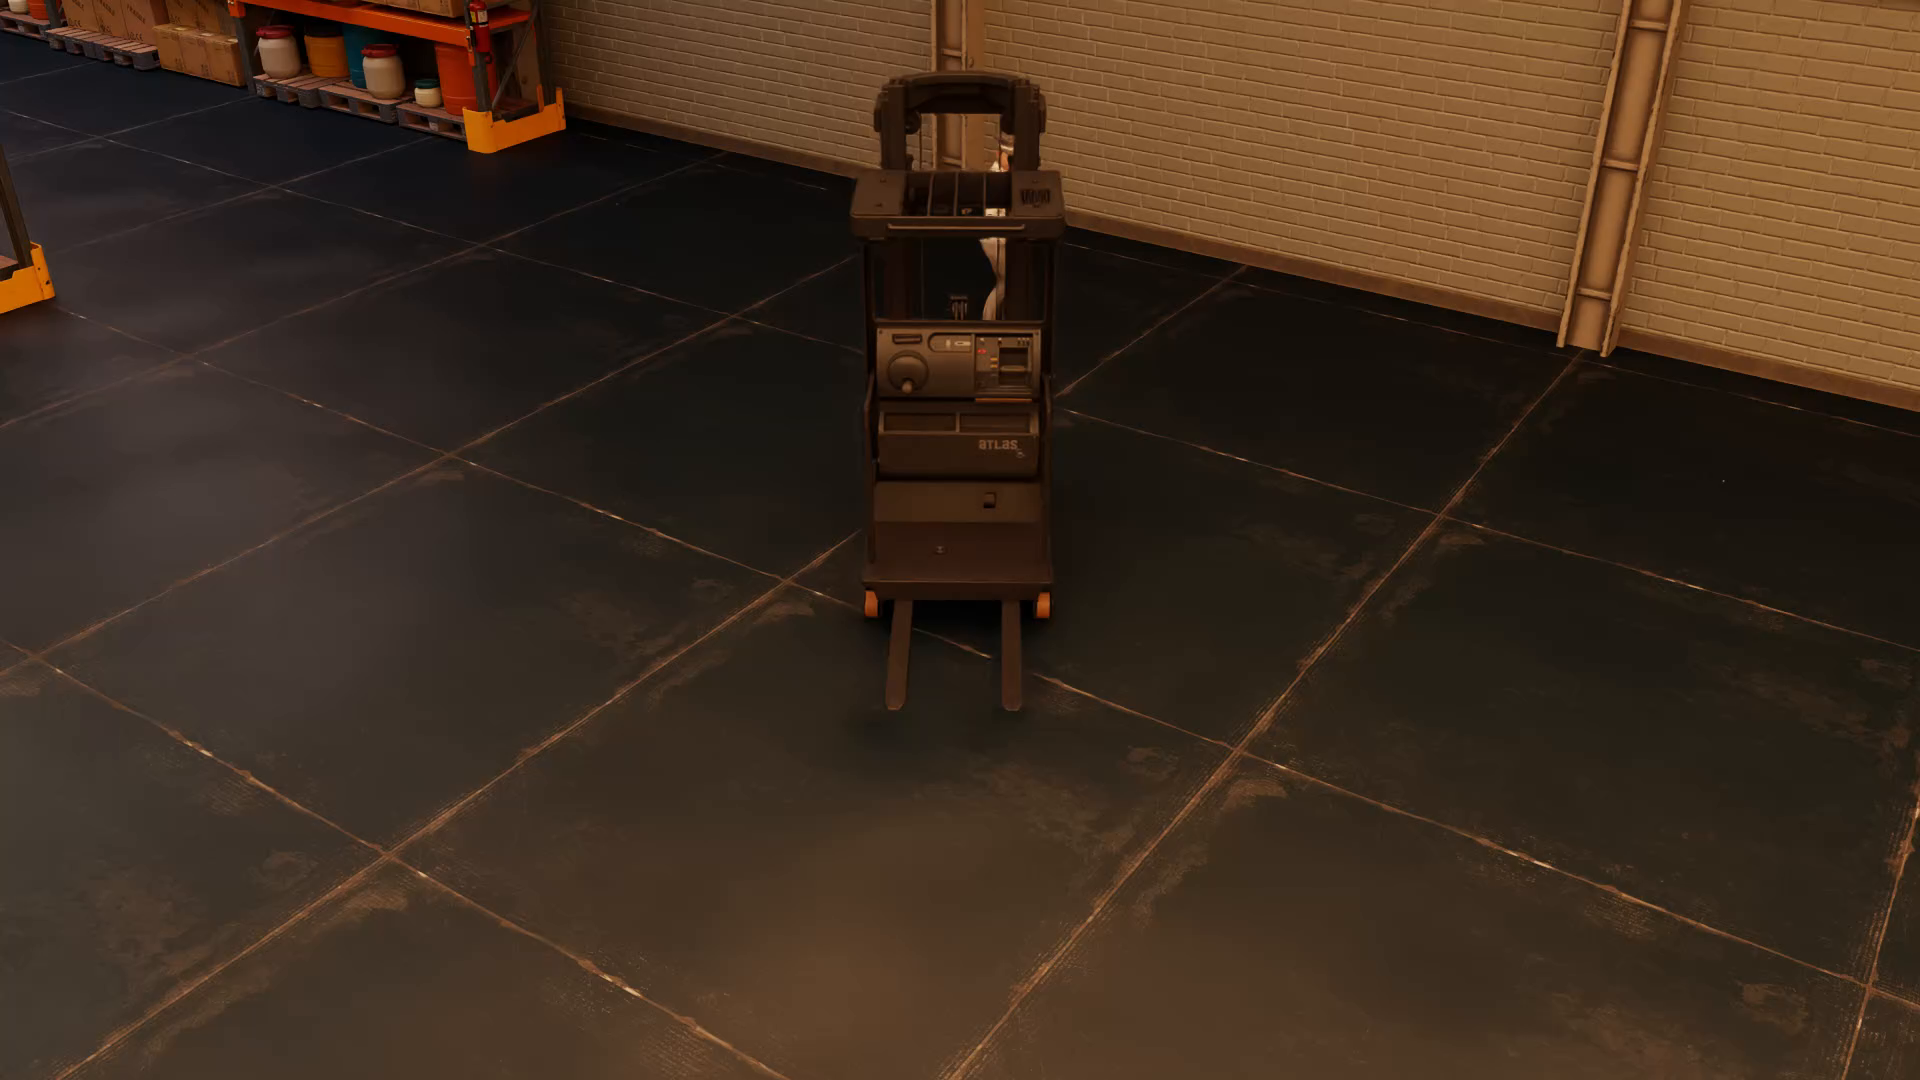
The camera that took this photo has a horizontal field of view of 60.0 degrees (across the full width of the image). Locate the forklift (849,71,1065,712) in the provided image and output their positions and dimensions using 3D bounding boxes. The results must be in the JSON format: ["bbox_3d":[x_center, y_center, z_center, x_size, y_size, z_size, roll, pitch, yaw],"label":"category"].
[{"bbox_3d":[-0.009,-0.961,9.236,1.130,2.935,3.031,0,30,1],"label":"forklift"}]

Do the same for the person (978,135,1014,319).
[{"bbox_3d":[0.371,-2.307,12.835,0.468,1.652,0.680,-2,30,-4],"label":"person"}]
